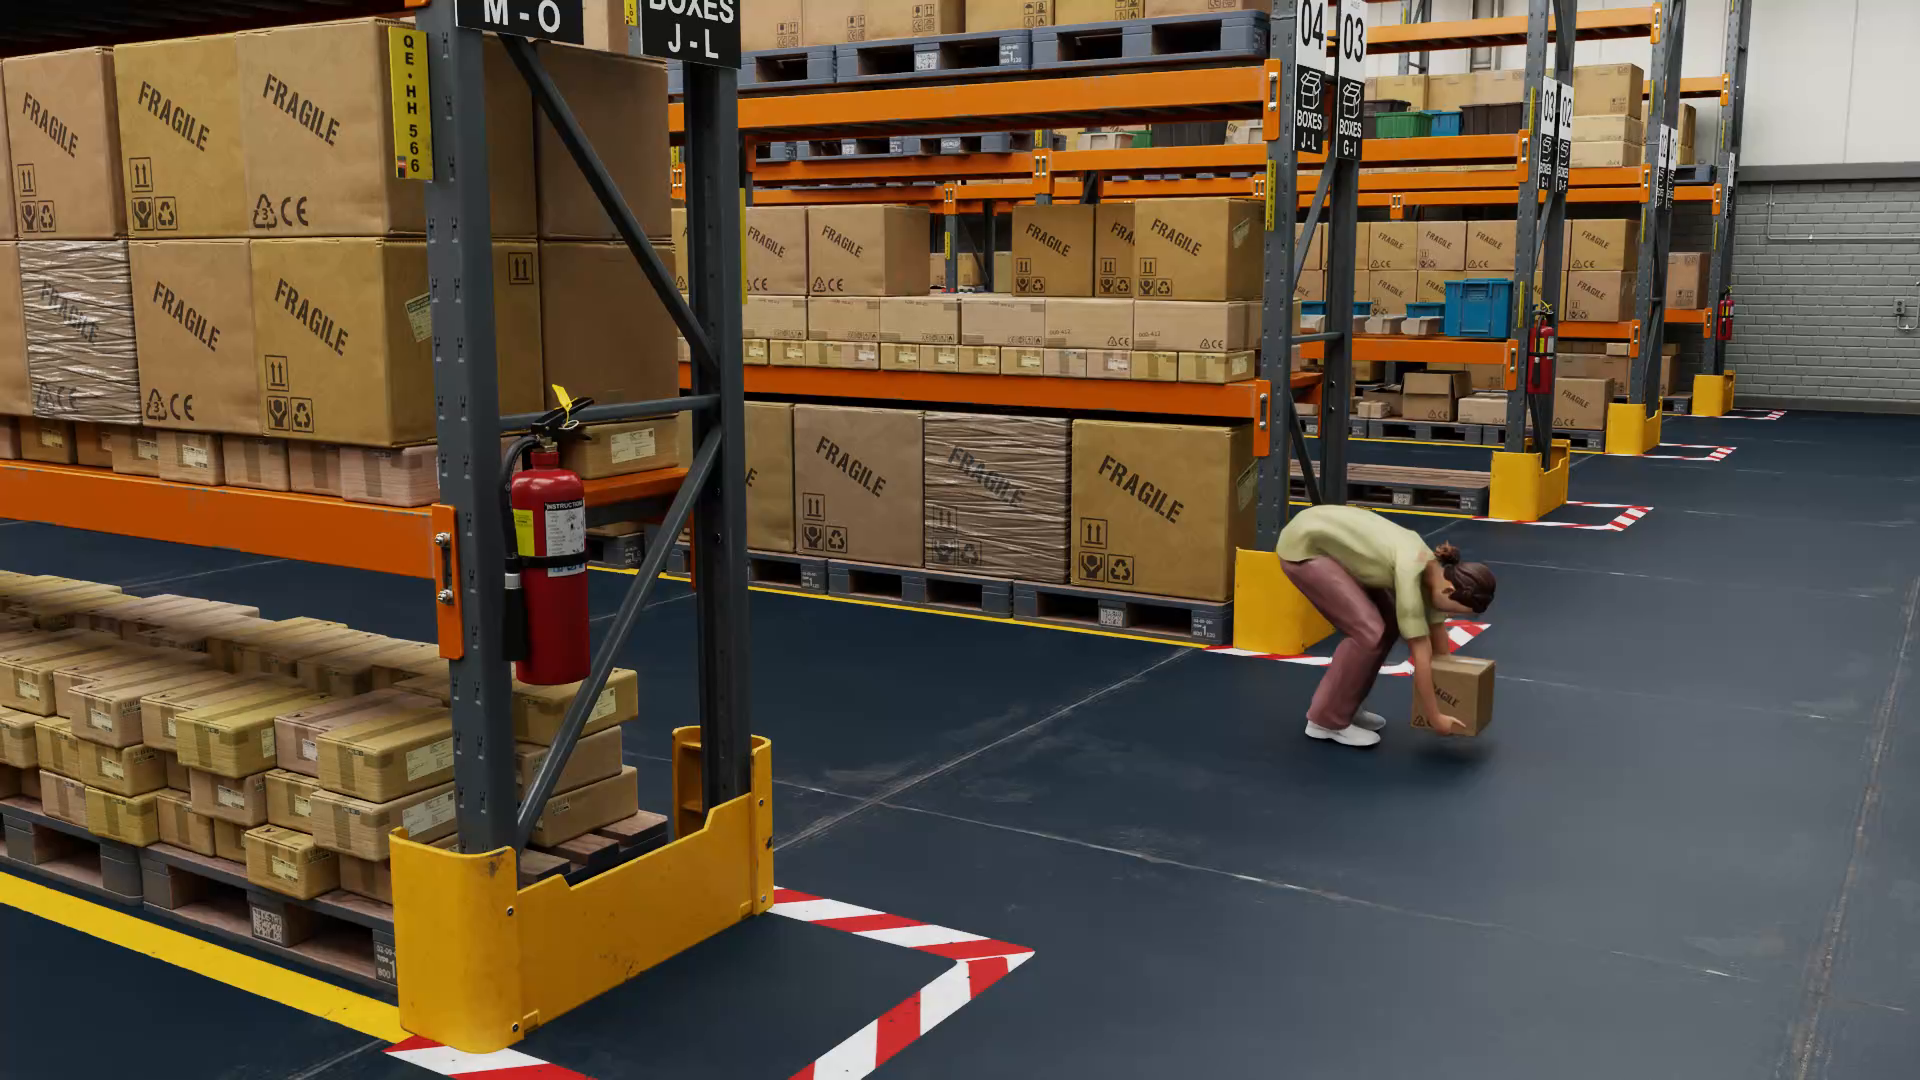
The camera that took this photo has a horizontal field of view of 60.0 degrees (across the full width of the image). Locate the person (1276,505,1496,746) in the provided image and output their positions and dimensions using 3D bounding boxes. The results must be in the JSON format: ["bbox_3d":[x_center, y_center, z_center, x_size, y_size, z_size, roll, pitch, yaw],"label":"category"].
[{"bbox_3d":[1.679,0.340,6.597,0.851,0.933,0.456,5,11,28],"label":"person"}]
